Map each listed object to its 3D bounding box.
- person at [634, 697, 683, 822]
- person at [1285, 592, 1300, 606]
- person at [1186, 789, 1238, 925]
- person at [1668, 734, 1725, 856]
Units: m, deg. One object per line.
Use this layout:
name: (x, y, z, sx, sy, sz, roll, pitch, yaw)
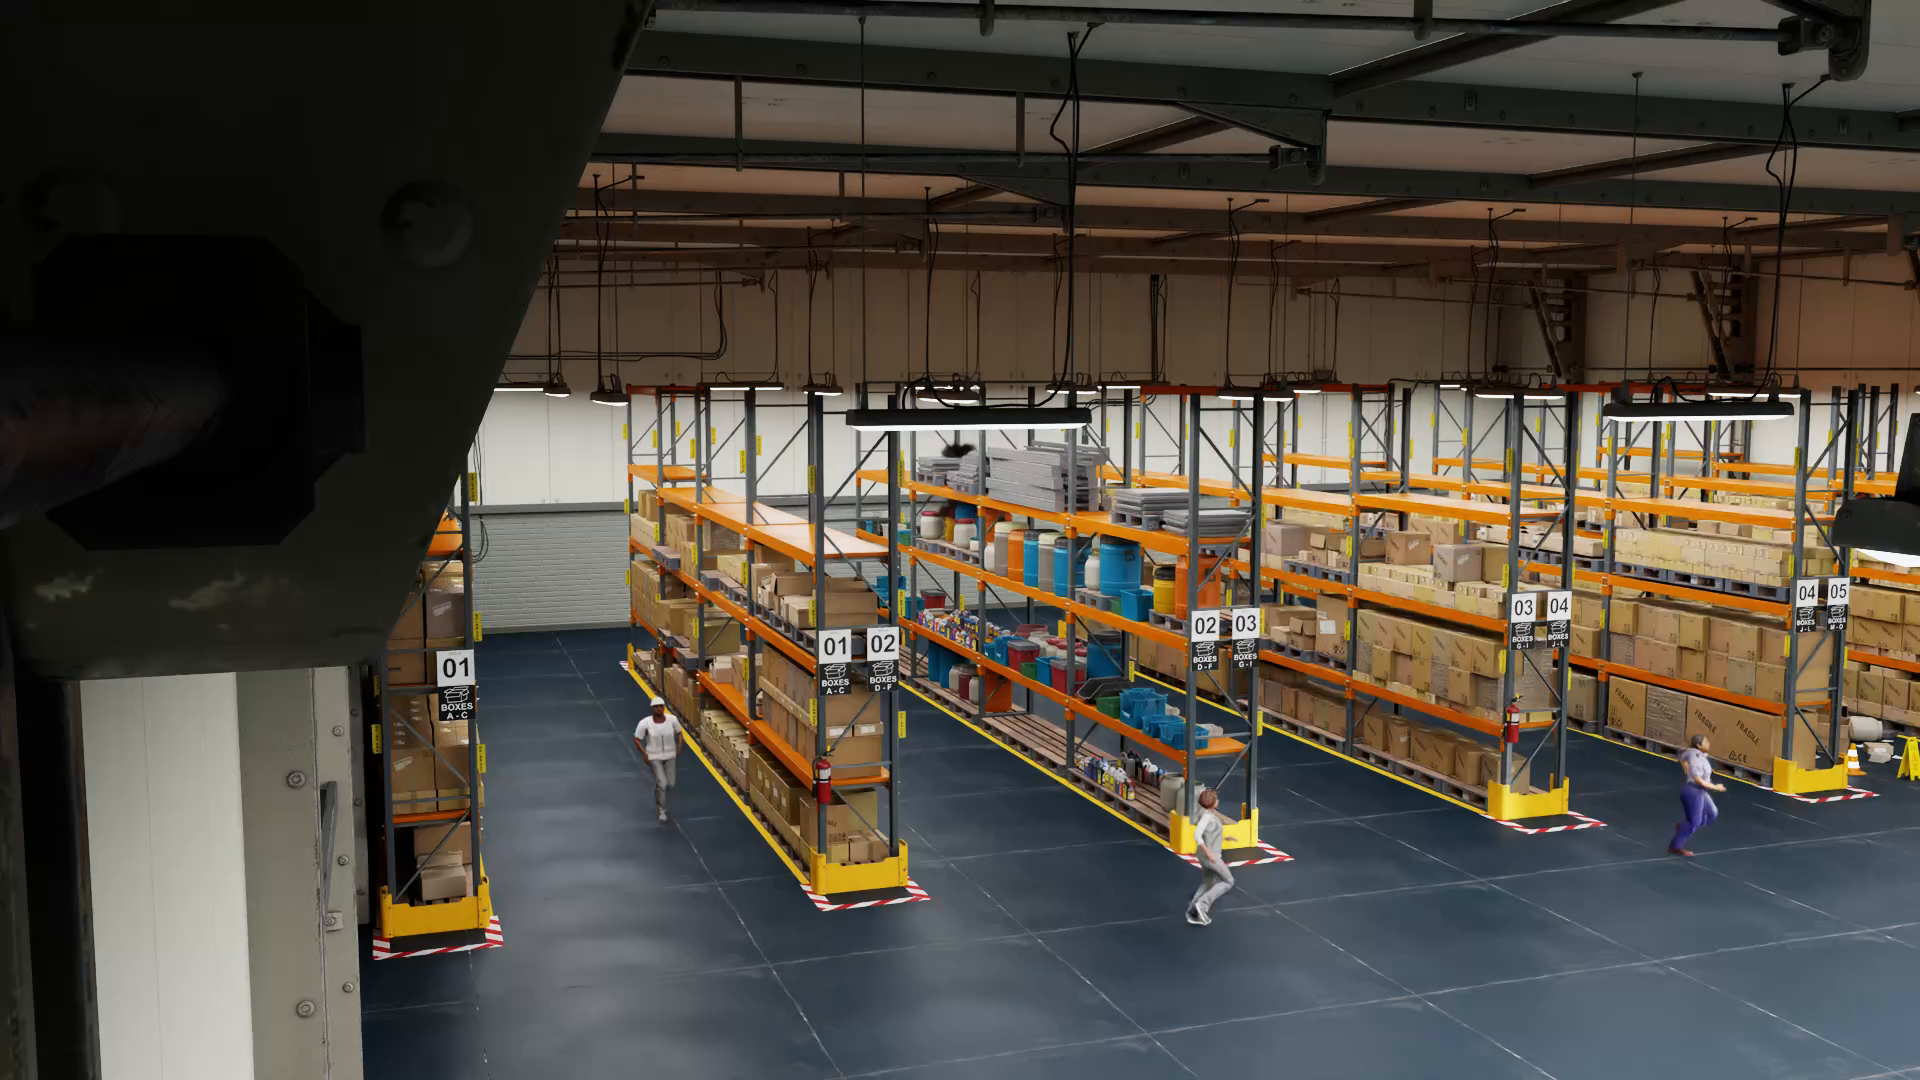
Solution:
person: (-4.232, 3.059, 23.445, 0.691, 1.736, 0.640, -3, 7, -26)
person: (8.508, 1.158, 42.250, 0.558, 1.650, 0.574, -5, 7, -38)
person: (2.871, 3.599, 18.850, 0.580, 1.561, 0.525, 0, 6, -2)
person: (9.606, 3.309, 21.654, 0.650, 1.593, 0.641, 3, 6, 25)
